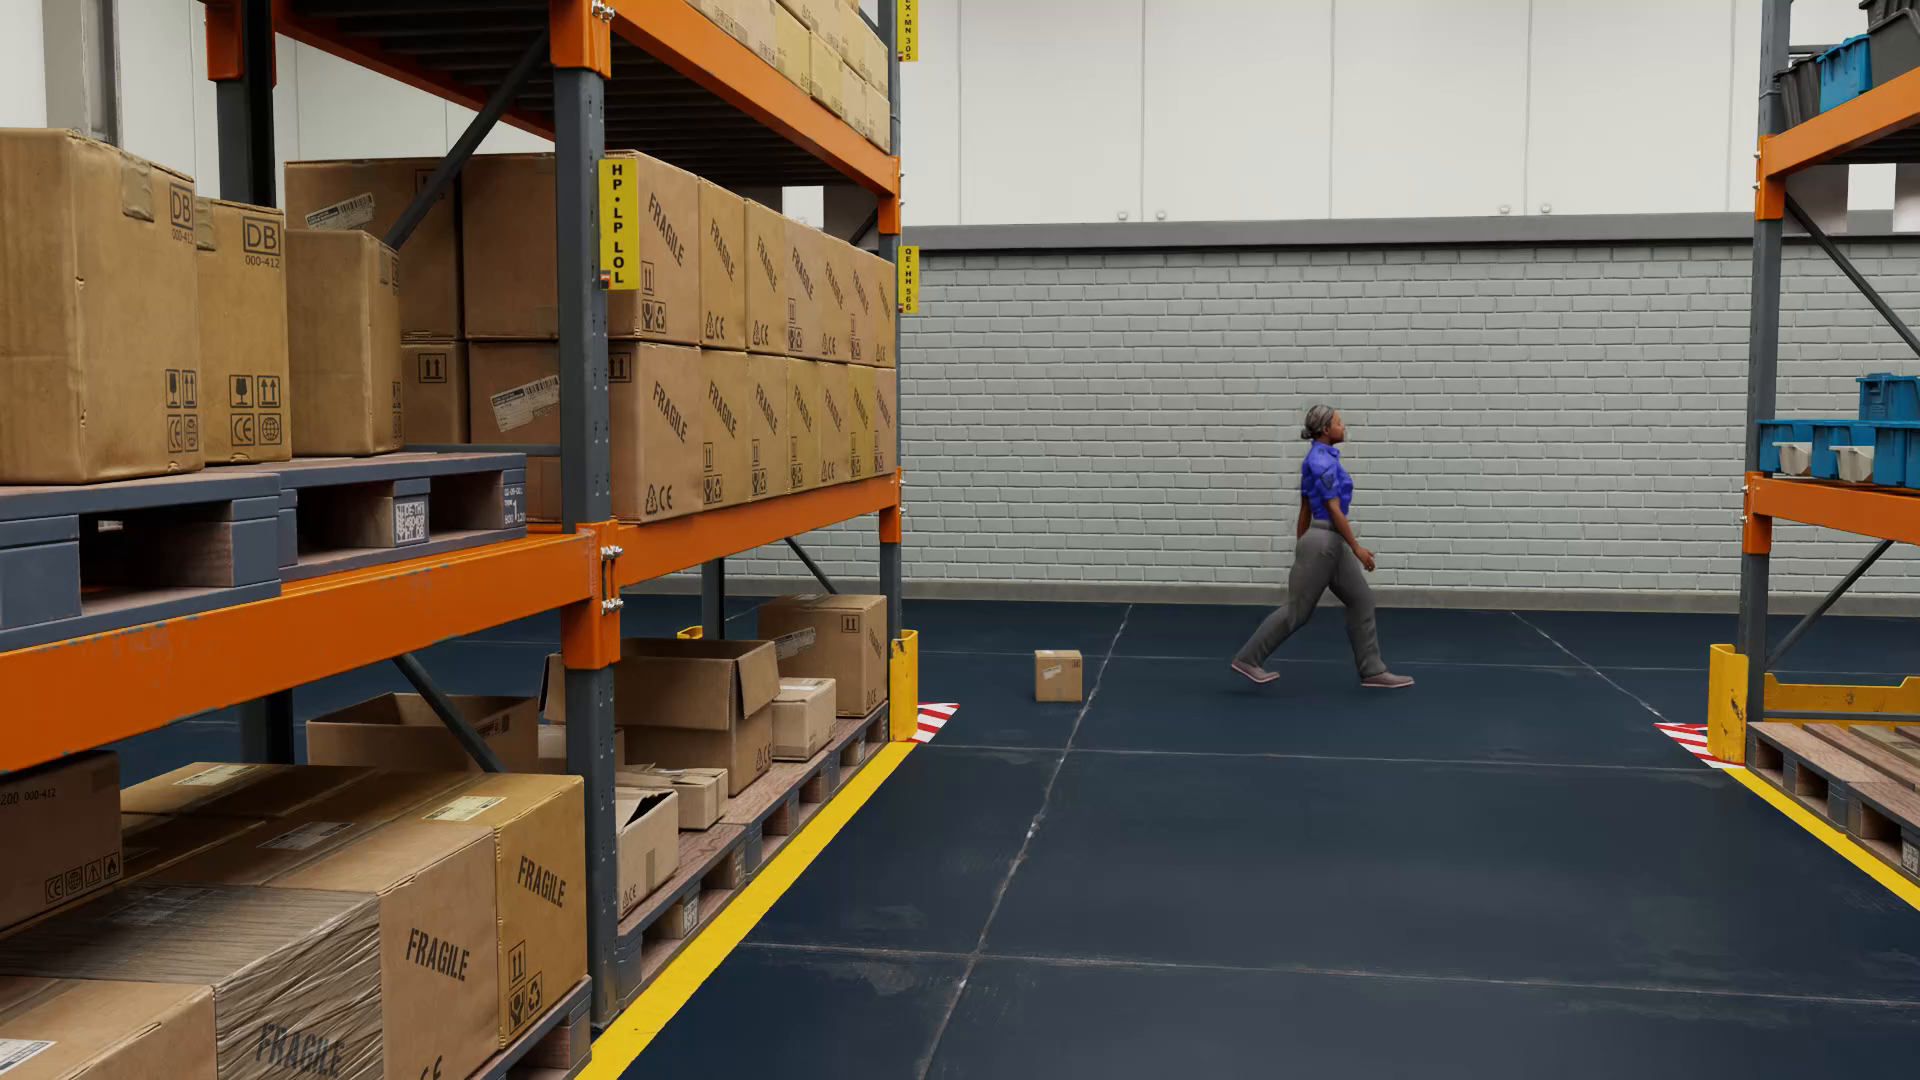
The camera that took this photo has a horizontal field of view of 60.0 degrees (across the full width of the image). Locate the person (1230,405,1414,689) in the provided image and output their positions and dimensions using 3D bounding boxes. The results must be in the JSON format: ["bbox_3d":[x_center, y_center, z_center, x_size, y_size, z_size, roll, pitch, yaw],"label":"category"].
[{"bbox_3d":[2.046,0.041,9.338,1.005,1.599,0.429,1,5,16],"label":"person"}]
